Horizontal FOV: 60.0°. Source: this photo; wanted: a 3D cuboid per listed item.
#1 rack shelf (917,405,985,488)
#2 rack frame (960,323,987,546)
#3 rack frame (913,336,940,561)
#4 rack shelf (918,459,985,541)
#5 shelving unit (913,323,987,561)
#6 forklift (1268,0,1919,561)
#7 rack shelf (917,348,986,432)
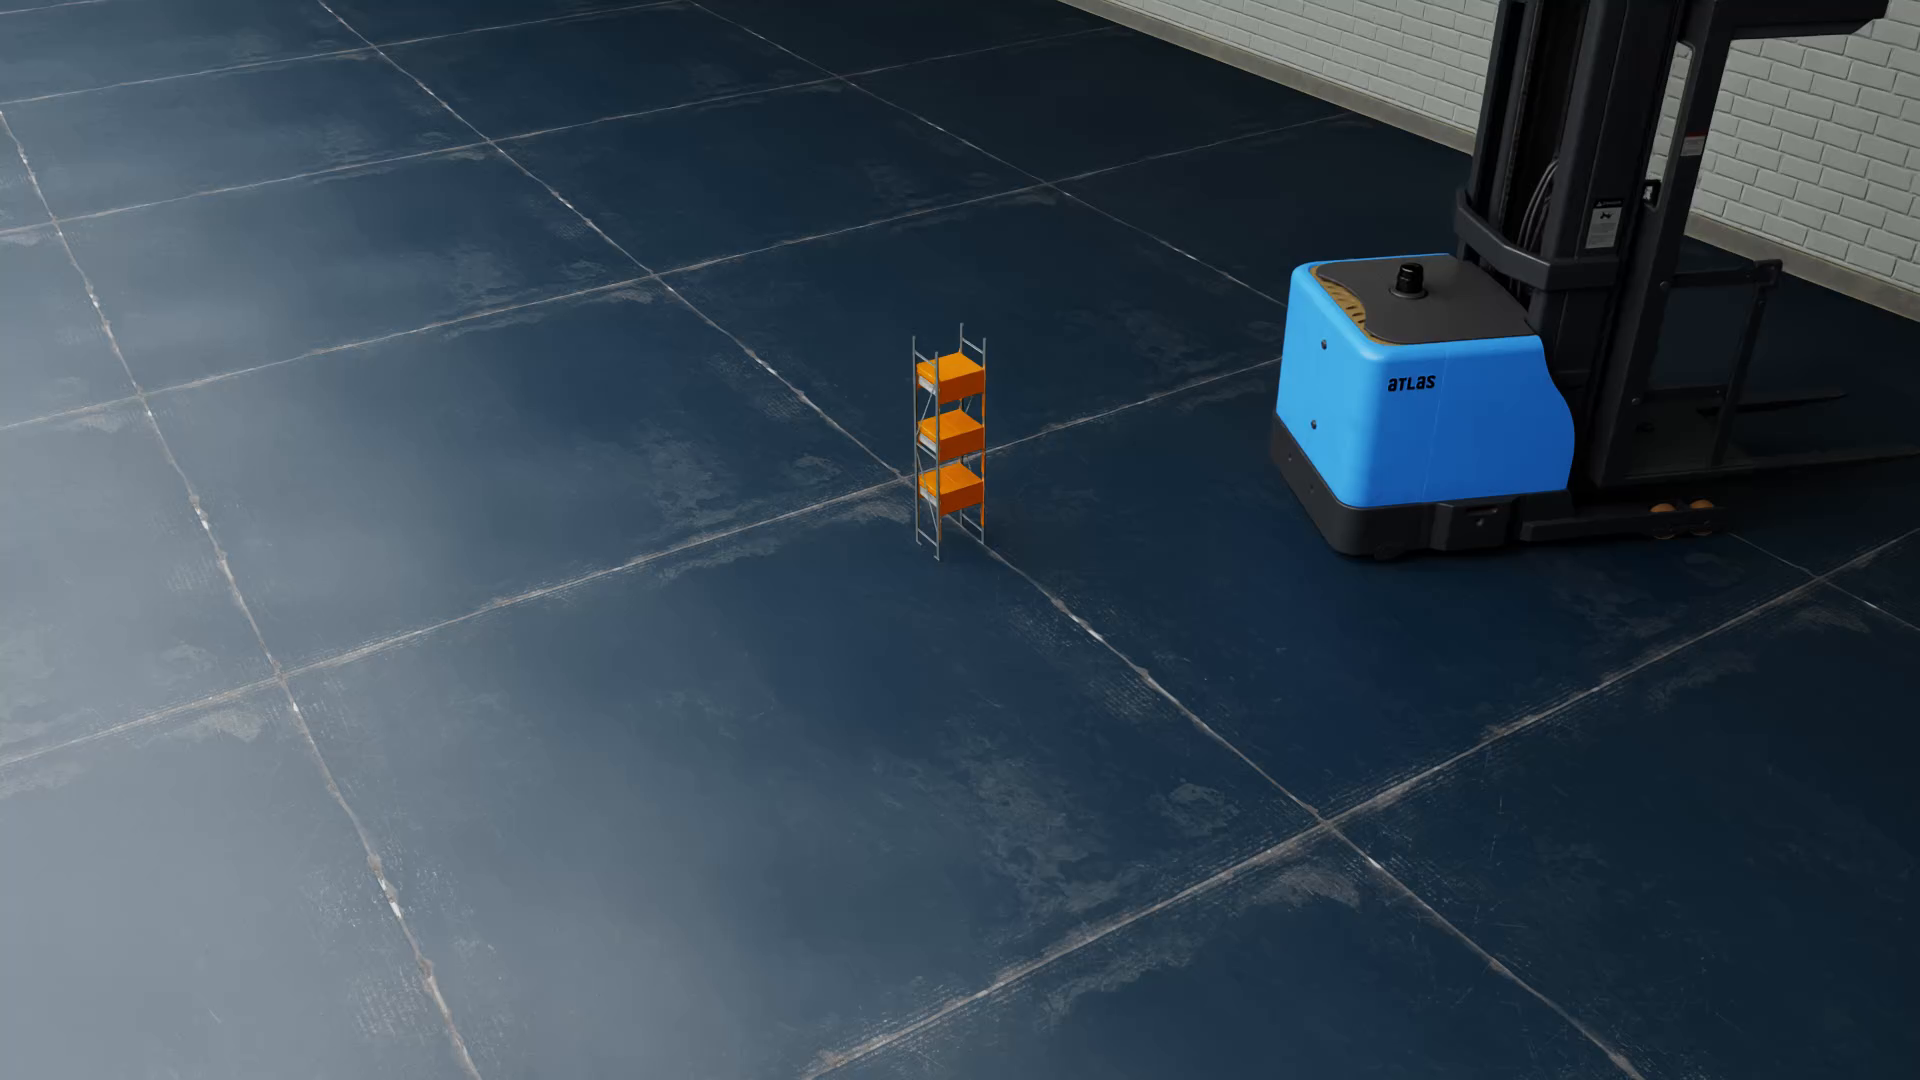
[{"bbox_3d":[-0.045,-0.420,7.451,0.240,0.259,0.215,-19,37,-27],"label":"rack shelf"},{"bbox_3d":[0.058,-0.464,7.501,0.008,1.050,0.200,-19,37,-27],"label":"rack frame"},{"bbox_3d":[-0.148,-0.393,7.389,0.008,1.050,0.200,-19,37,-27],"label":"rack frame"},{"bbox_3d":[-0.045,-0.185,7.599,0.240,0.259,0.215,-19,37,-27],"label":"rack shelf"},{"bbox_3d":[-0.045,-0.429,7.445,0.252,1.050,0.215,-19,37,-27],"label":"shelving unit"},{"bbox_3d":[3.105,-1.514,7.403,3.031,2.935,1.130,-5,33,-8],"label":"forklift"},{"bbox_3d":[-0.045,-0.660,7.300,0.240,0.259,0.215,-19,37,-27],"label":"rack shelf"}]
